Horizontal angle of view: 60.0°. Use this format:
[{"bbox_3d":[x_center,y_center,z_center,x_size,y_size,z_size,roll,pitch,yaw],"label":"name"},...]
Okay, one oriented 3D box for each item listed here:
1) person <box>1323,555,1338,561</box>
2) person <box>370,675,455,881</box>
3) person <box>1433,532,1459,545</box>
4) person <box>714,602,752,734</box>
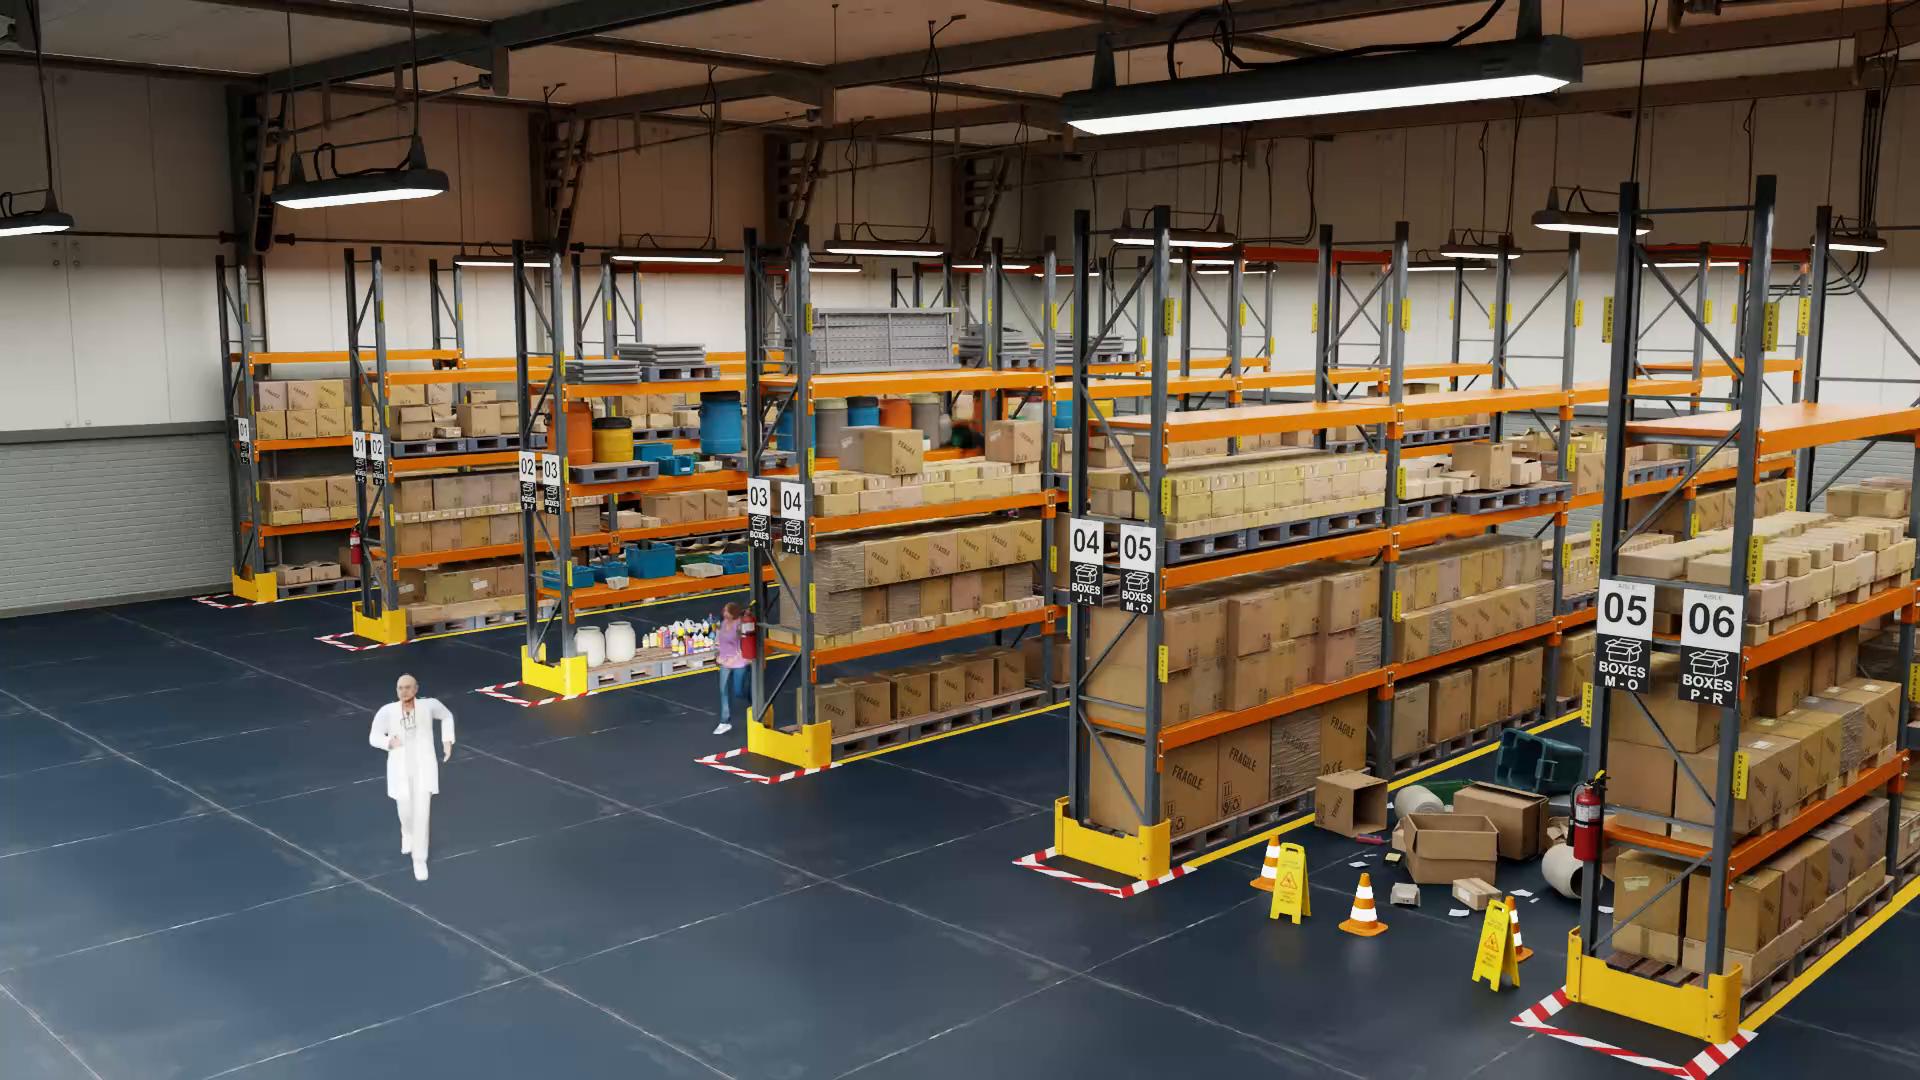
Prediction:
[{"bbox_3d":[5.232,0.938,23.658,0.709,1.747,0.965,7,11,41],"label":"person"},{"bbox_3d":[-5.027,2.116,15.275,0.731,1.758,1.116,-2,8,-11],"label":"person"},{"bbox_3d":[7.550,0.625,25.810,0.677,1.835,0.909,6,10,38],"label":"person"},{"bbox_3d":[-2.721,1.522,20.252,0.554,1.592,0.803,6,10,36],"label":"person"}]
